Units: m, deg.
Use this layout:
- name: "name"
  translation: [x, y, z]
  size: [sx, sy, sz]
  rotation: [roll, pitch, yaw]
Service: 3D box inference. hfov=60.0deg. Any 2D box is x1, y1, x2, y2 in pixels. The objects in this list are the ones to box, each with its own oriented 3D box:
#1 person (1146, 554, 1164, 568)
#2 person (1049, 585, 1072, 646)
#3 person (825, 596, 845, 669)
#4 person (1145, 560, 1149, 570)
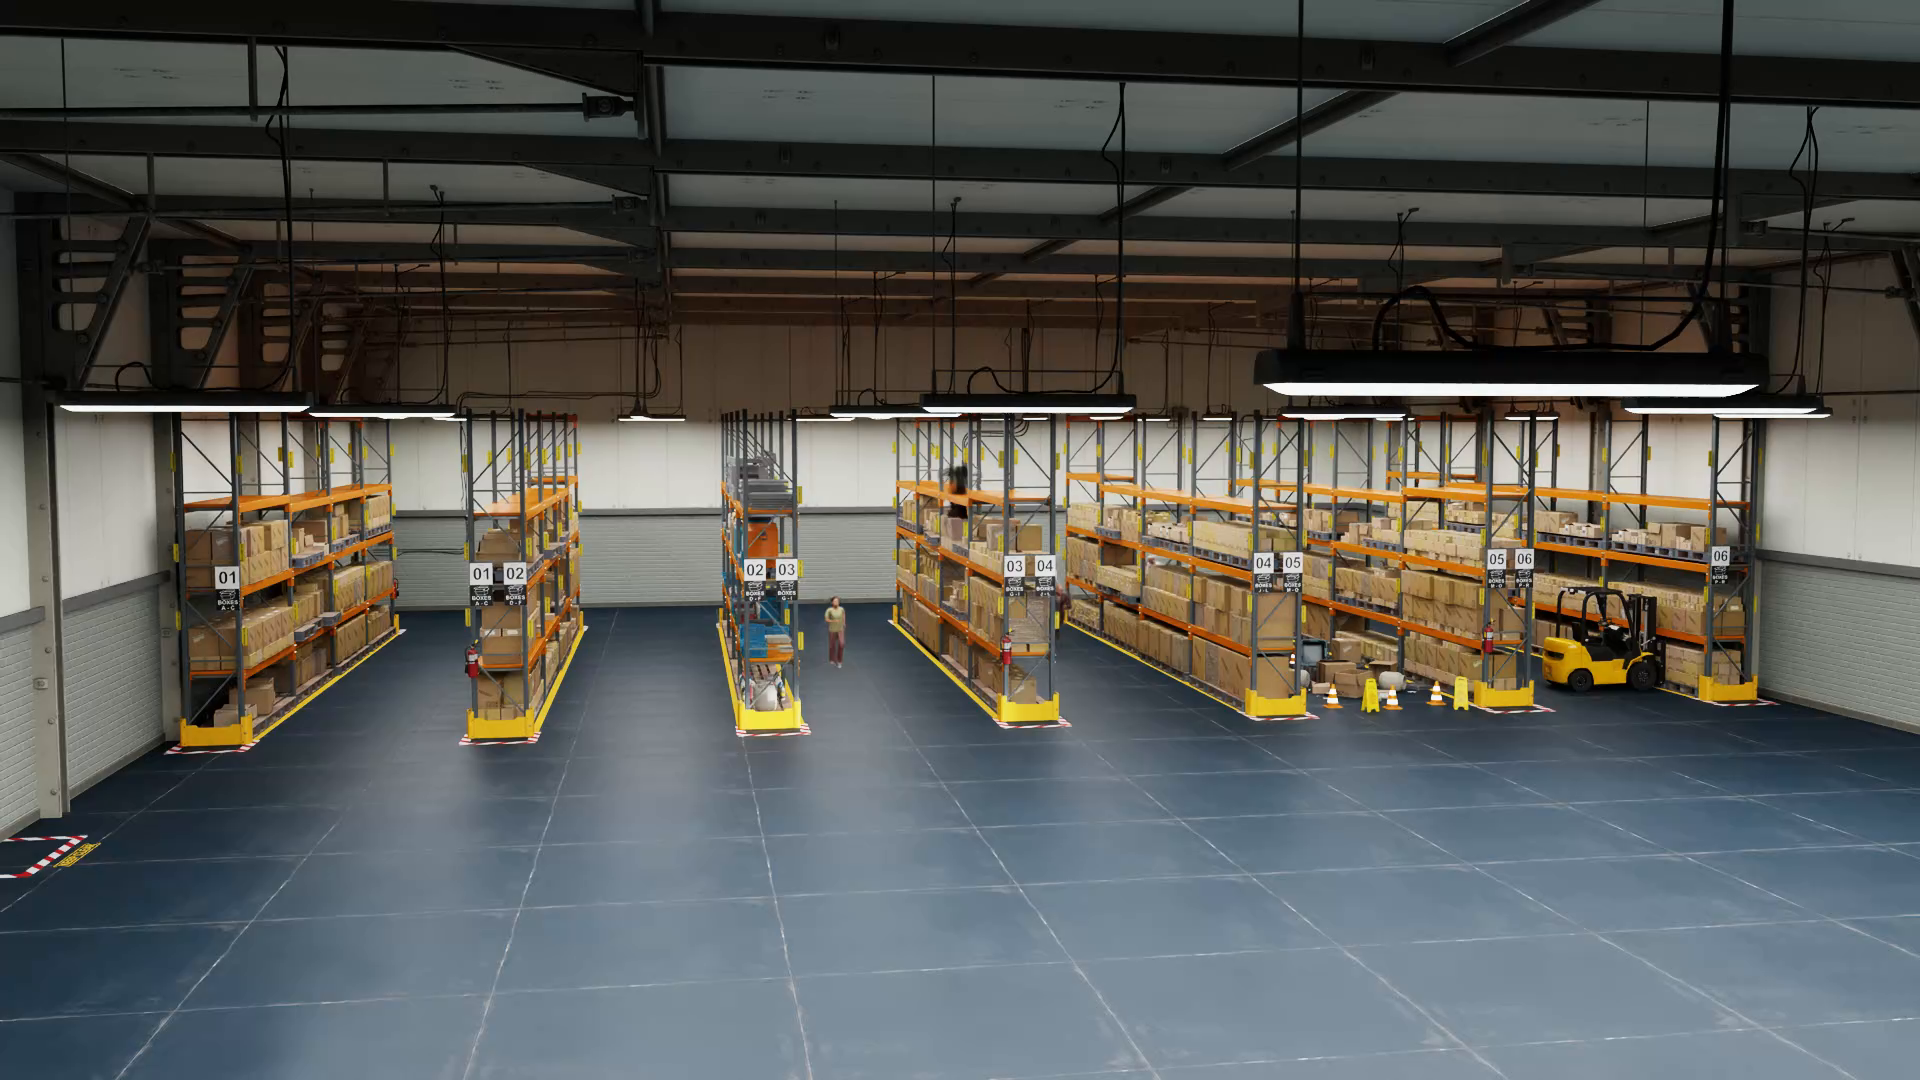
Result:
- name: "person"
  translation: [6.053, 1.285, 51.291]
  size: [0.990, 1.735, 0.719]
  rotation: [-3, 5, -35]
- name: "person"
  translation: [2.510, 1.979, 42.935]
  size: [0.734, 1.476, 1.185]
  rotation: [0, 4, -1]
- name: "person"
  translation: [-2.924, 2.169, 39.021]
  size: [0.528, 1.712, 0.803]
  rotation: [-1, 4, -15]
- name: "person"
  translation: [5.532, 1.424, 48.841]
  size: [1.042, 1.735, 0.629]
  rotation: [2, 4, 23]
